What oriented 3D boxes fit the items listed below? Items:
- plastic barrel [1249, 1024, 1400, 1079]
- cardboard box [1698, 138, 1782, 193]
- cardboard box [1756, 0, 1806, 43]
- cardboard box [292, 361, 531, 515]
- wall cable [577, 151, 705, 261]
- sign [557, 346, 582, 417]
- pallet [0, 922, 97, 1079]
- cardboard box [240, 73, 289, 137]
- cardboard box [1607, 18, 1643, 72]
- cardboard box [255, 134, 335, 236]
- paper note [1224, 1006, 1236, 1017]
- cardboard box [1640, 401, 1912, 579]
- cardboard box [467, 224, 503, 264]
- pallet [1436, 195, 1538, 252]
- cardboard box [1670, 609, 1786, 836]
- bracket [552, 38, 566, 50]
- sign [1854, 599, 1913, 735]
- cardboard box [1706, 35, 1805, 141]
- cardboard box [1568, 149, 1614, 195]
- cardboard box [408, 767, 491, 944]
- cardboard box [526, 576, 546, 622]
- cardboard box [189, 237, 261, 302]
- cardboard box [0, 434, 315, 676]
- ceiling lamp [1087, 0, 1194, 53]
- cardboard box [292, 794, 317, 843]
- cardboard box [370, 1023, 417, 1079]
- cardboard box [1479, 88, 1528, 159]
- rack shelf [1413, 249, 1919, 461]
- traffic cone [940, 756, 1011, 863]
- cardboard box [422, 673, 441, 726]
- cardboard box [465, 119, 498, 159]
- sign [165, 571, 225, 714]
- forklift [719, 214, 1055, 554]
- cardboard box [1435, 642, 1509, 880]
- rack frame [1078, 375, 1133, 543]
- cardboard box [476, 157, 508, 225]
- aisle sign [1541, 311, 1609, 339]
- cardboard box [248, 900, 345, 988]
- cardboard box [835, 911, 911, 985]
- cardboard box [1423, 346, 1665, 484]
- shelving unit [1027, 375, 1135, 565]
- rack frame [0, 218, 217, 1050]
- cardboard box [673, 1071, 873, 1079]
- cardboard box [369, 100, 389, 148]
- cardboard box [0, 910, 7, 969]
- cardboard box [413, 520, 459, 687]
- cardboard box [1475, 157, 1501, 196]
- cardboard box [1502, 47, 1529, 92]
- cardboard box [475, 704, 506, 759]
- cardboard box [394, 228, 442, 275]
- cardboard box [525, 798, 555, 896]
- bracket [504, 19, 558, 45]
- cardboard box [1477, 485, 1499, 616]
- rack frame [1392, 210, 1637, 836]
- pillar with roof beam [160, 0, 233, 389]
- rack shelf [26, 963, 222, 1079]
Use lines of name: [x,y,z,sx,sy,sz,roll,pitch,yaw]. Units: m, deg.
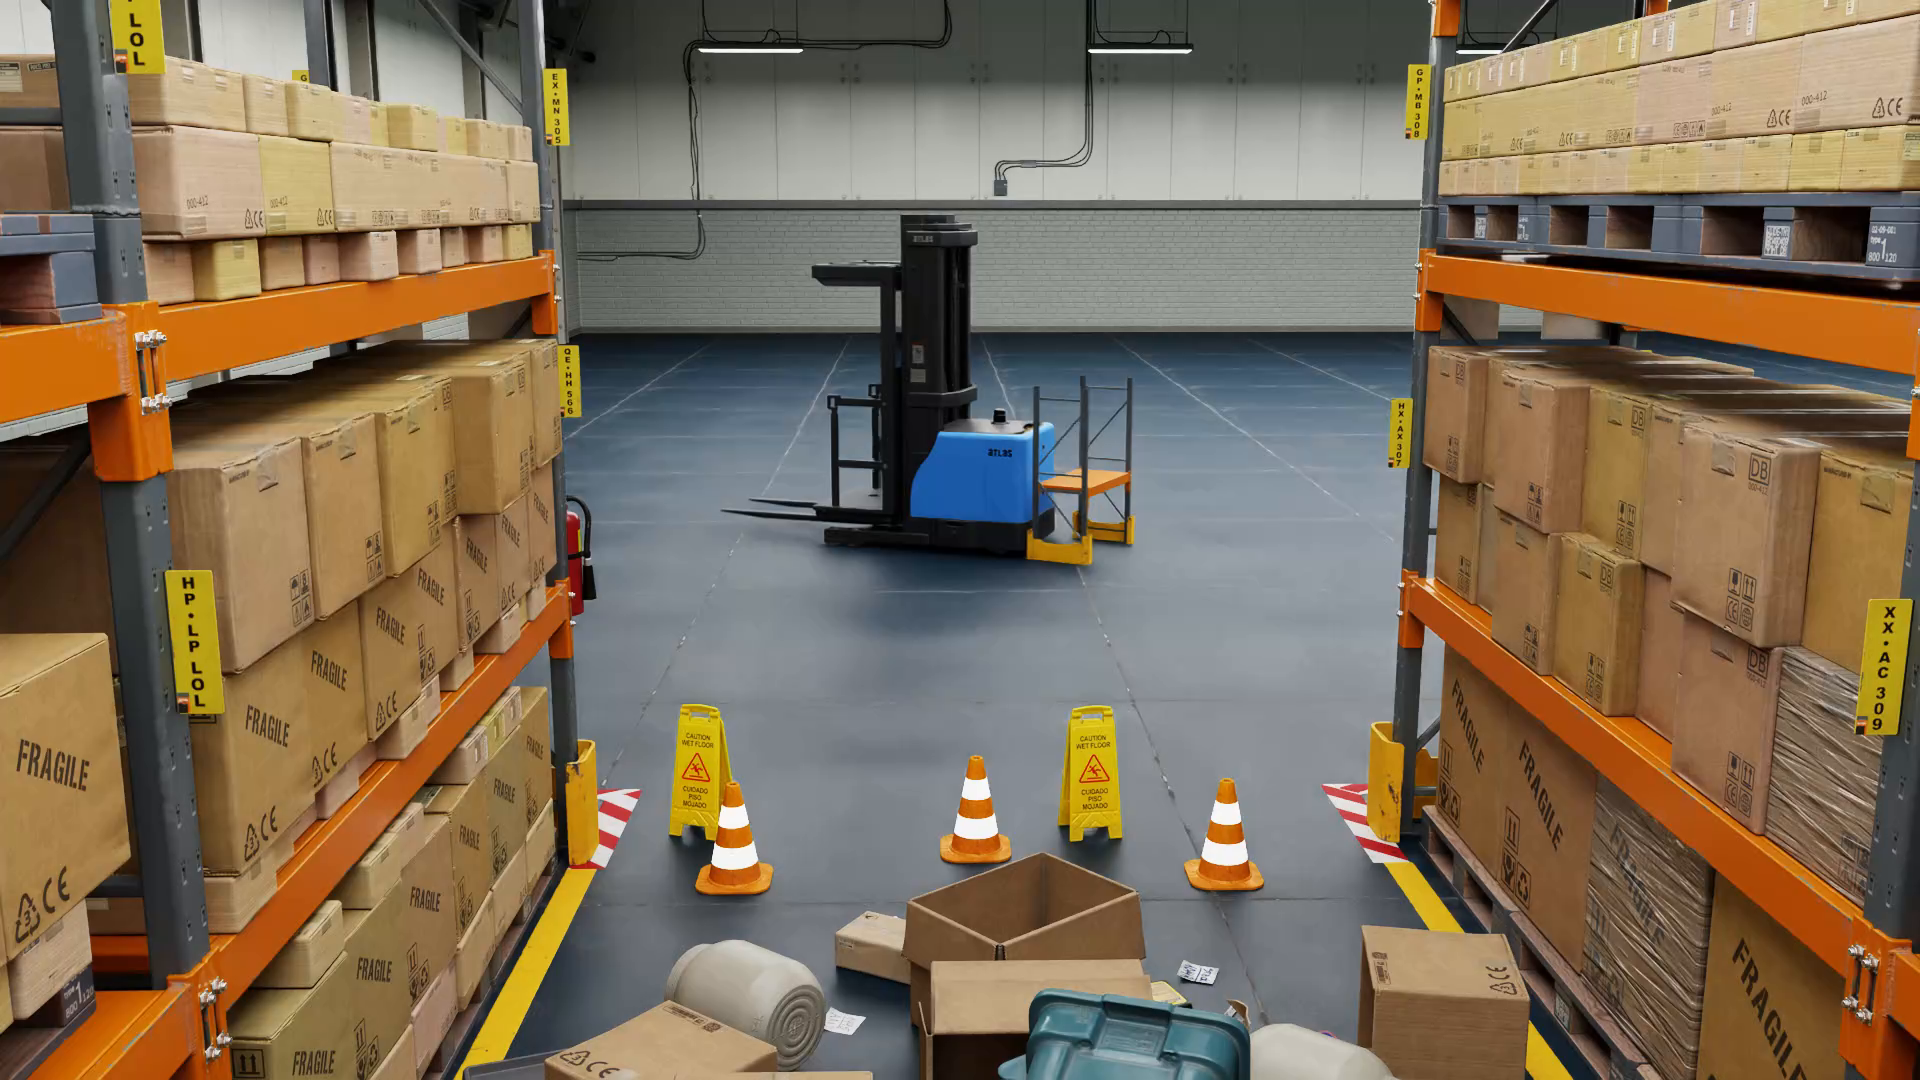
plastic barrel: [1.145,1.800,5.311,0.512,0.421,0.421,9,15,38]
cardboard box: [2.357,-1.068,4.750,0.380,0.149,0.250,0,11,-1]
cardboard box: [2.366,-1.407,4.415,0.380,0.149,0.250,0,11,-1]
cardboard box: [-1.982,-0.380,6.065,0.700,0.500,0.500,0,11,-2]
wall cable: [-7.536,-7.807,38.910,3.097,2.526,0.112,0,11,-1]
sign: [-1.772,-0.718,7.539,0.100,0.325,0.005,0,11,-1]
pallet: [-2.375,1.044,3.042,1.003,0.211,1.213,0,11,-1]
cardboard box: [-1.956,-1.108,4.251,0.380,0.149,0.250,-1,11,-3]
cardboard box: [2.344,-1.609,5.410,0.380,0.149,0.250,0,11,0]
cardboard box: [-2.000,-0.936,4.404,0.500,0.250,0.500,0,11,-2]
paper note: [1.038,1.800,6.354,0.032,0.001,0.123,6,13,28]
cardboard box: [2.727,-0.136,5.282,0.875,0.550,0.550,0,11,-1]
cardboard box: [-2.031,-1.173,6.573,0.380,0.149,0.250,0,11,1]
pallet: [2.645,-1.317,6.877,1.003,0.211,1.213,0,11,-1]
cardboard box: [2.648,0.501,4.859,0.875,0.550,0.550,0,11,-1]
bracket: [-8.433,-10.421,34.930,0.235,0.232,0.430,0,11,-1]
sign: [2.147,0.297,3.867,0.100,0.325,0.005,0,11,-1]
cardboard box: [2.425,-1.237,4.582,0.500,0.250,0.500,0,11,-1]
cardboard box: [2.338,-1.269,5.740,0.380,0.149,0.250,0,11,-1]
cardboard box: [-2.033,1.139,6.066,0.500,0.500,0.500,-1,11,-2]
cardboard box: [-1.990,0.249,7.111,0.380,0.149,0.250,0,11,-2]
cardboard box: [-1.953,-0.665,4.070,0.380,0.149,0.250,0,11,-1]
cardboard box: [-2.037,0.024,4.071,0.700,0.500,0.500,0,11,-2]
ceiling lamp: [3.420,-10.880,31.567,2.000,3.185,0.800,0,11,-1]
cardboard box: [-2.024,0.754,4.621,0.380,0.149,0.250,0,11,-1]
cardboard box: [-2.009,1.715,5.113,0.500,0.250,0.500,0,11,2]
cardboard box: [2.384,-1.637,6.553,0.500,0.250,0.500,0,11,-2]
rack shelf: [2.661,-0.758,5.707,1.077,0.370,4.000,0,11,-1]
traffic cone: [0.074,1.254,7.907,0.336,0.463,0.334,0,11,-1]
cardboard box: [-1.981,0.552,5.615,0.380,0.149,0.250,0,11,-1]
cardboard box: [-2.035,-1.567,6.513,0.380,0.149,0.250,0,11,-2]
sign: [-1.690,0.227,3.675,0.100,0.325,0.005,0,11,-1]
forklift: [-0.706,-1.464,15.093,3.031,2.935,1.130,4,12,18]
cardboard box: [2.699,0.932,7.400,0.875,0.875,0.875,0,11,-1]
rack frame: [1.316,-0.732,15.084,0.500,1.500,0.032,6,13,26]
cardboard box: [-2.052,-1.339,6.392,0.500,0.250,0.500,0,11,-2]
aisle sign: [2.918,-1.327,7.711,0.394,0.787,0.004,0,11,-1]
cardboard box: [-1.930,1.110,4.575,0.380,0.149,0.250,0,11,0]
cardboard box: [-0.281,1.652,6.735,0.380,0.149,0.250,6,13,28]
cardboard box: [2.588,-0.567,7.407,0.875,0.550,0.550,0,11,-1]
shelving unit: [1.081,-0.640,14.632,0.587,1.500,1.083,6,13,26]
rack frame: [-2.245,0.797,3.775,1.000,3.000,0.127,0,11,-1]
cardboard box: [-0.466,1.638,4.014,0.500,0.500,0.500,0,11,-1]
cardboard box: [-2.040,-1.313,5.259,0.380,0.149,0.250,0,11,0]
cardboard box: [-1.994,0.586,2.760,0.500,0.500,0.500,0,11,-1]
cardboard box: [-2.037,0.214,5.650,0.500,0.500,0.500,0,11,0]
cardboard box: [2.317,-1.470,6.731,0.380,0.149,0.250,0,11,-1]
cardboard box: [2.322,-1.812,6.412,0.380,0.149,0.250,0,11,-1]
cardboard box: [-1.973,0.740,6.402,0.380,0.149,0.250,0,11,0]
cardboard box: [-1.964,-0.970,5.573,0.380,0.149,0.250,0,11,-2]
cardboard box: [-2.041,1.308,7.116,0.500,0.250,0.500,0,11,-1]
bracket: [-8.380,-9.909,32.406,0.076,0.066,4.783,0,11,-1]
cardboard box: [2.706,0.071,6.977,0.875,0.550,0.550,0,11,-1]
rack frame: [2.619,-0.038,7.893,1.000,3.000,0.127,0,11,-1]
pillar with roof beam: [-4.121,-5.178,18.138,9.100,9.000,0.400,0,11,-1]
rack shelf: [-2.204,1.548,1.887,1.077,0.370,4.000,0,11,-1]
